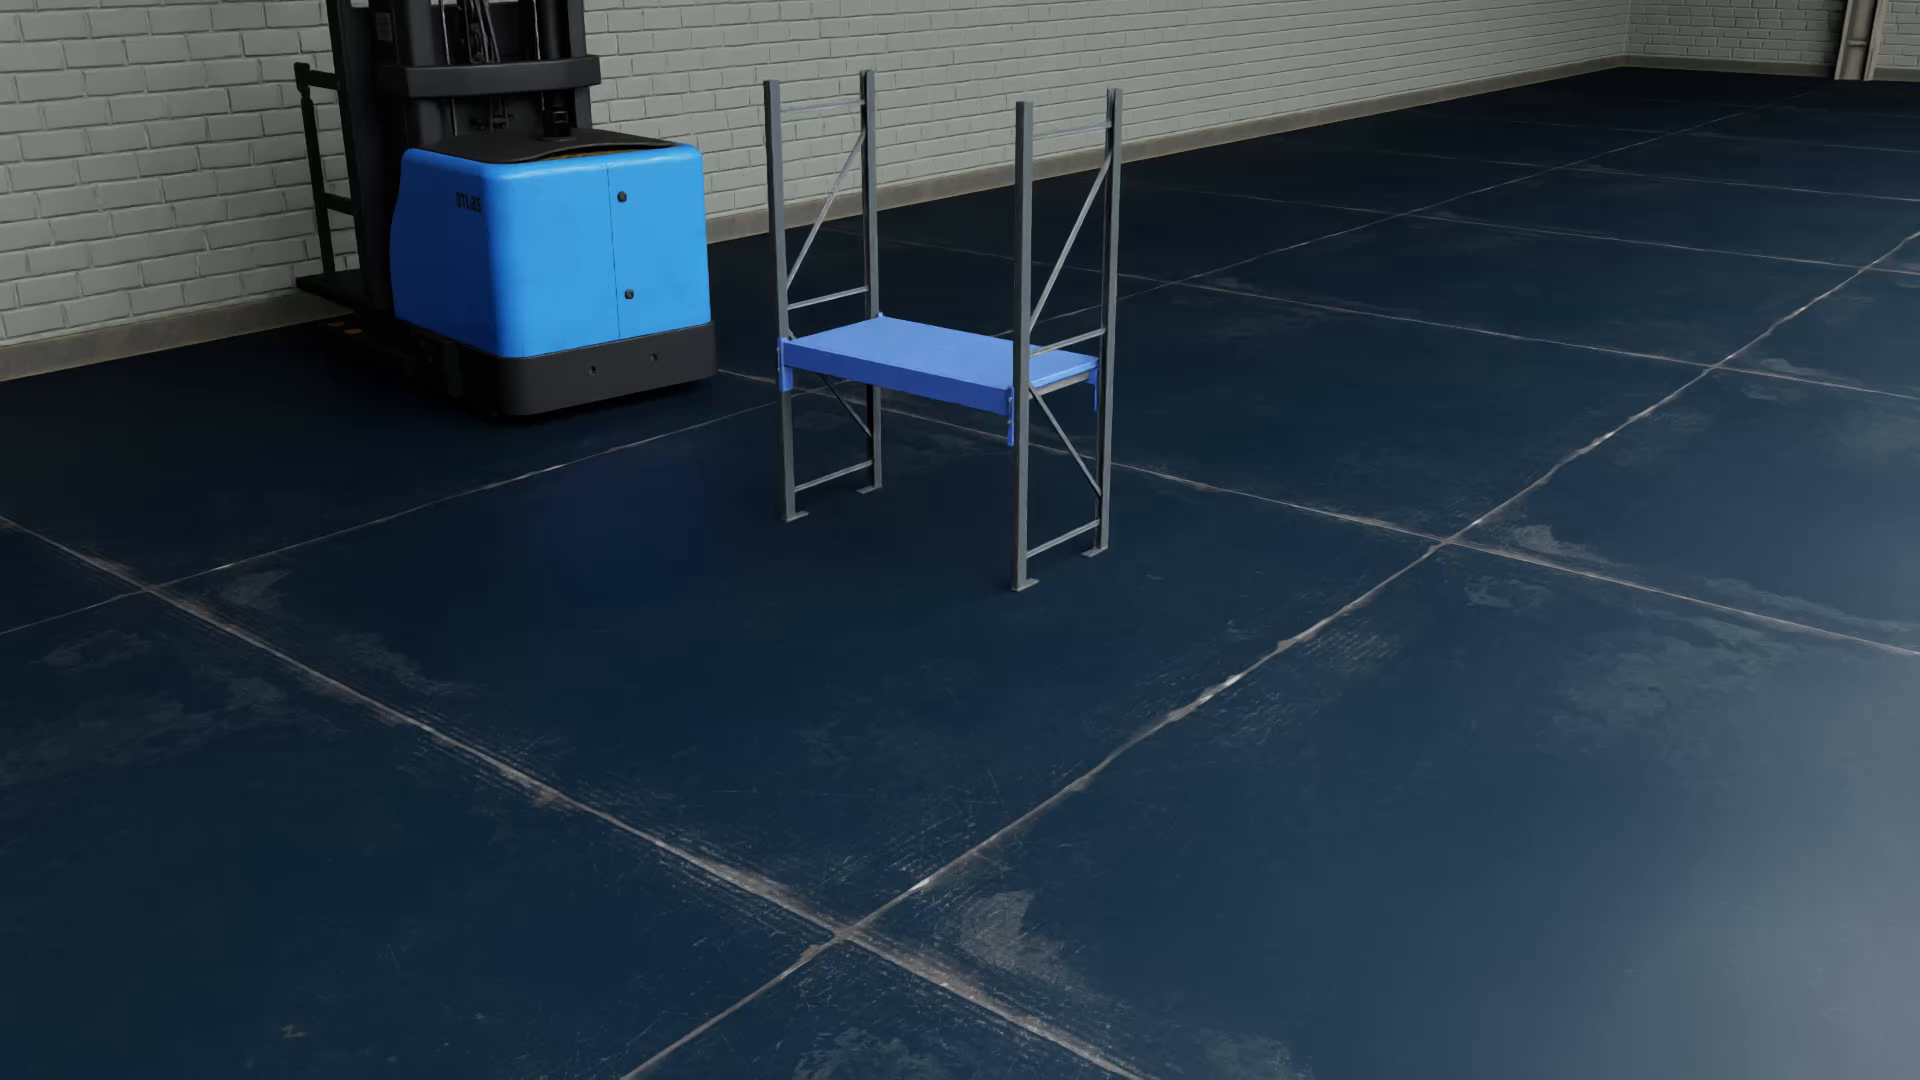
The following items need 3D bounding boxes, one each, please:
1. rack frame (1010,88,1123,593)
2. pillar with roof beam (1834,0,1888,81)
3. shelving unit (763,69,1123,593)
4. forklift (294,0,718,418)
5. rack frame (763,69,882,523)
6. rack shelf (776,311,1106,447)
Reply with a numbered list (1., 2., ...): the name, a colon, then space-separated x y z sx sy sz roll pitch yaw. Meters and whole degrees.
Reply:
1. rack frame: 0.328 -0.607 5.153 0.032 1.500 0.500 16 26 36
2. pillar with roof beam: 8.739 -8.941 16.626 0.400 9.000 9.100 16 26 36
3. shelving unit: -0.066 -0.721 5.454 1.048 1.500 0.538 16 26 36
4. forklift: -2.451 -2.316 7.657 1.130 2.935 3.031 -18 27 -39
5. rack frame: -0.460 -0.834 5.755 0.032 1.500 0.500 16 26 36
6. rack shelf: -0.066 -0.552 5.517 1.000 0.185 0.538 16 26 36
